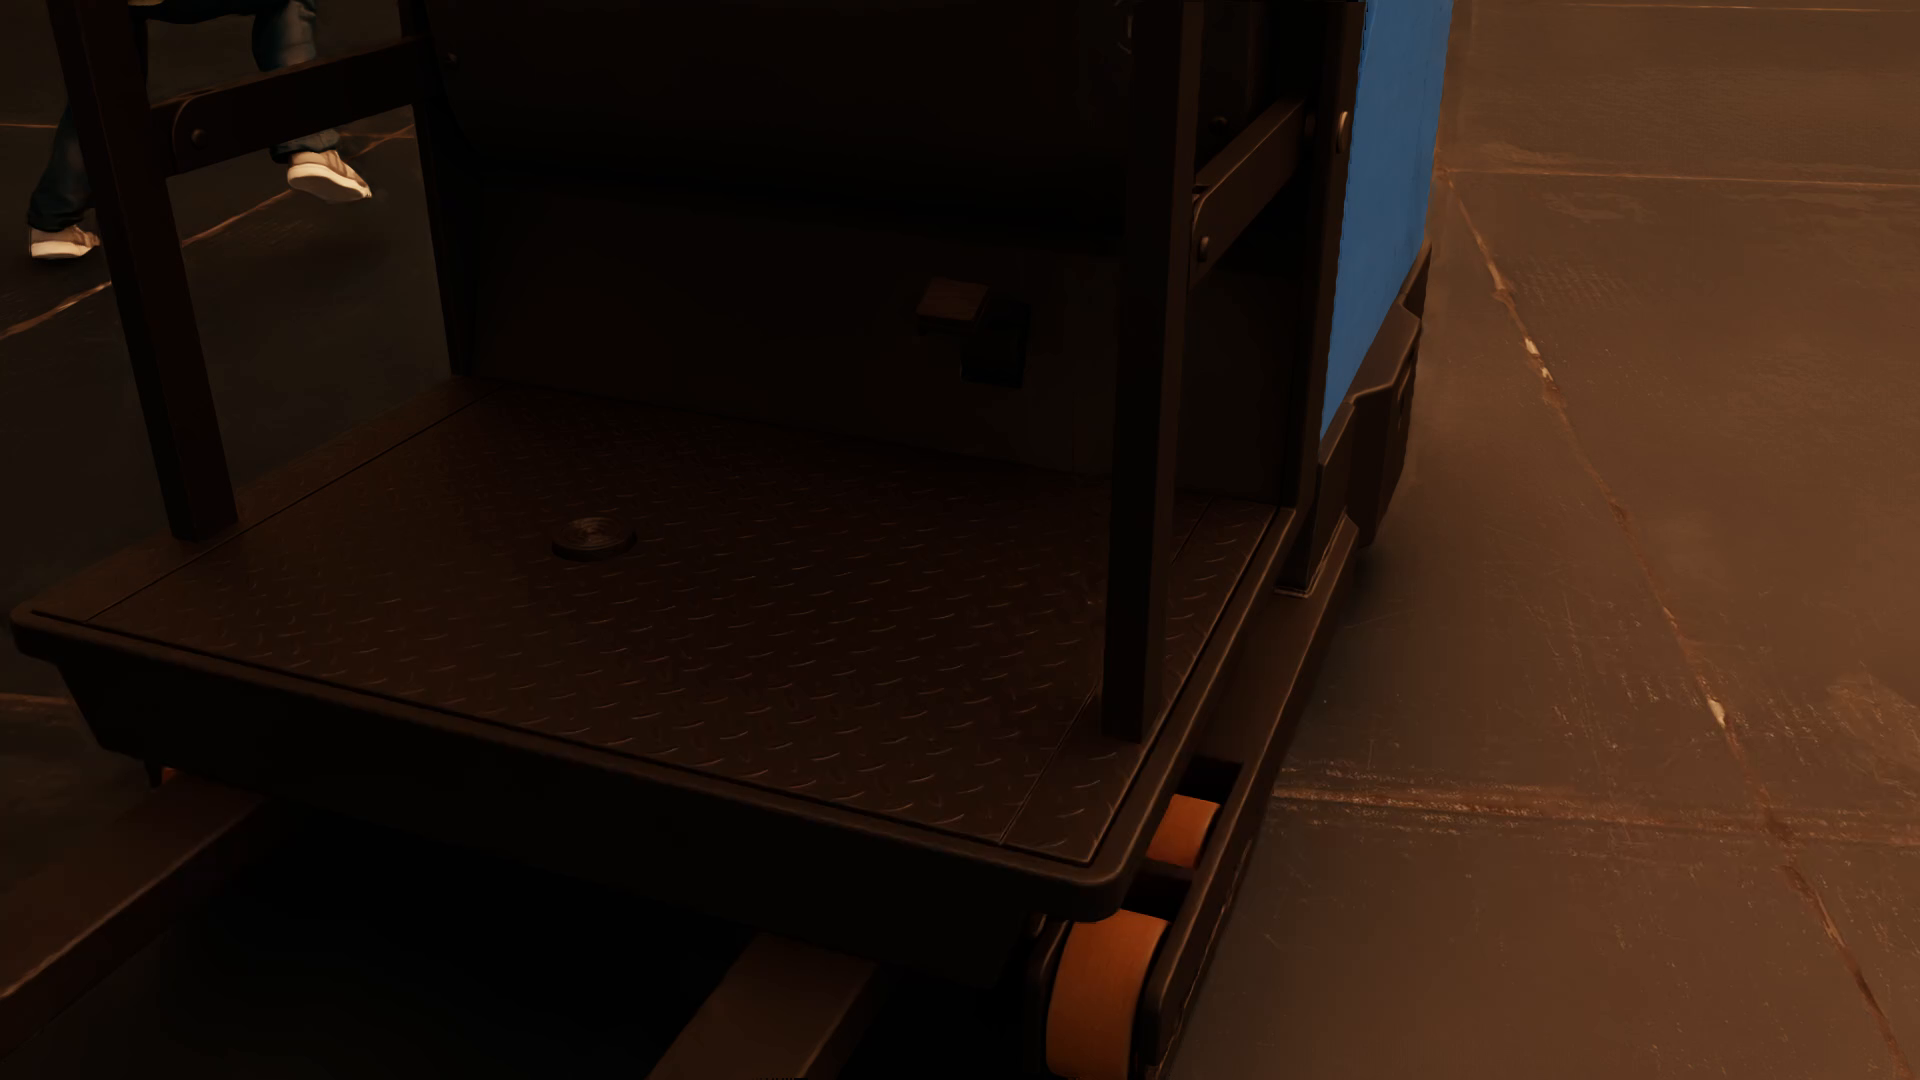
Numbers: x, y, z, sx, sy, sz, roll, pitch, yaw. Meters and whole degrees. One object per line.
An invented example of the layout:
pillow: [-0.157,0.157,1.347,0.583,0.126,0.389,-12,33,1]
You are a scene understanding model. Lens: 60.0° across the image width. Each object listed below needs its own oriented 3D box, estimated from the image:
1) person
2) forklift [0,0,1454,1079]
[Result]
person: [-1.746,-1.260,3.560,0.722,1.384,0.603,3,27,5]
forklift: [-0.220,-1.027,1.276,1.130,2.935,3.031,10,28,19]
